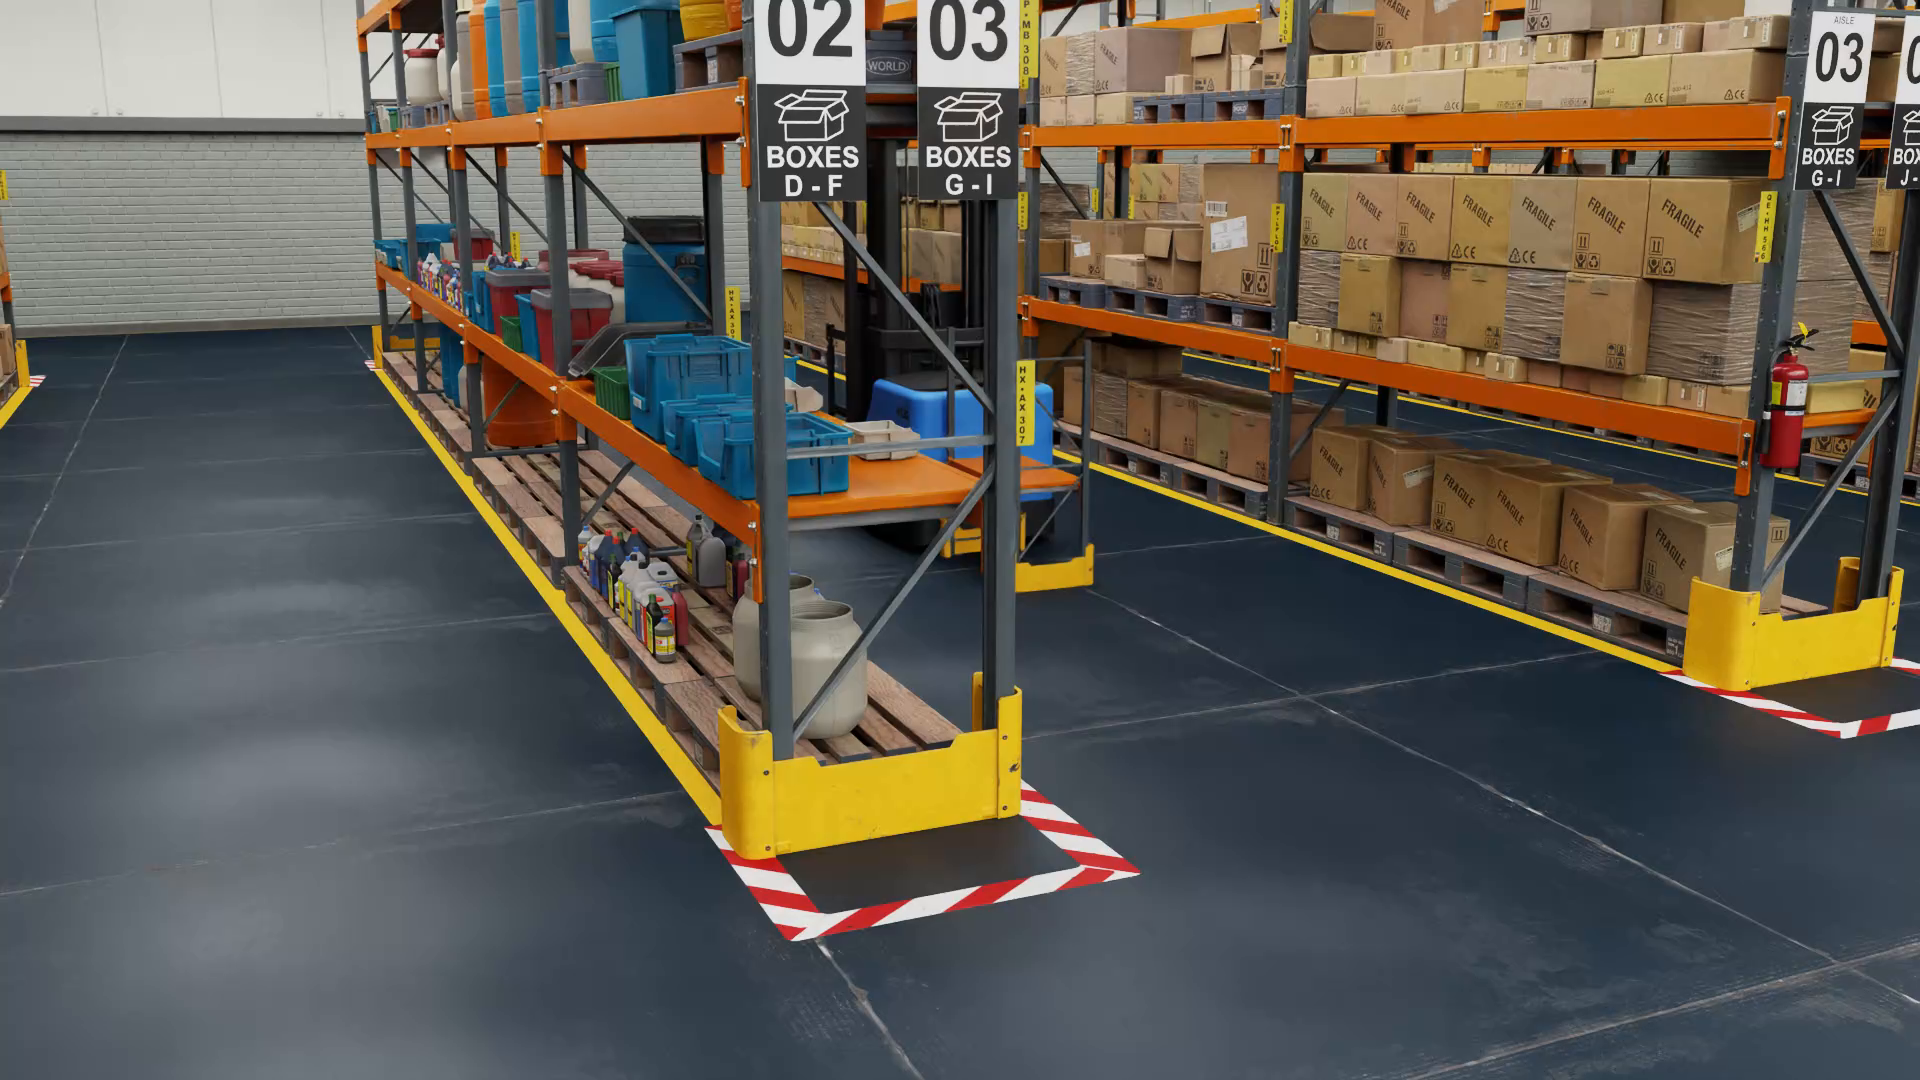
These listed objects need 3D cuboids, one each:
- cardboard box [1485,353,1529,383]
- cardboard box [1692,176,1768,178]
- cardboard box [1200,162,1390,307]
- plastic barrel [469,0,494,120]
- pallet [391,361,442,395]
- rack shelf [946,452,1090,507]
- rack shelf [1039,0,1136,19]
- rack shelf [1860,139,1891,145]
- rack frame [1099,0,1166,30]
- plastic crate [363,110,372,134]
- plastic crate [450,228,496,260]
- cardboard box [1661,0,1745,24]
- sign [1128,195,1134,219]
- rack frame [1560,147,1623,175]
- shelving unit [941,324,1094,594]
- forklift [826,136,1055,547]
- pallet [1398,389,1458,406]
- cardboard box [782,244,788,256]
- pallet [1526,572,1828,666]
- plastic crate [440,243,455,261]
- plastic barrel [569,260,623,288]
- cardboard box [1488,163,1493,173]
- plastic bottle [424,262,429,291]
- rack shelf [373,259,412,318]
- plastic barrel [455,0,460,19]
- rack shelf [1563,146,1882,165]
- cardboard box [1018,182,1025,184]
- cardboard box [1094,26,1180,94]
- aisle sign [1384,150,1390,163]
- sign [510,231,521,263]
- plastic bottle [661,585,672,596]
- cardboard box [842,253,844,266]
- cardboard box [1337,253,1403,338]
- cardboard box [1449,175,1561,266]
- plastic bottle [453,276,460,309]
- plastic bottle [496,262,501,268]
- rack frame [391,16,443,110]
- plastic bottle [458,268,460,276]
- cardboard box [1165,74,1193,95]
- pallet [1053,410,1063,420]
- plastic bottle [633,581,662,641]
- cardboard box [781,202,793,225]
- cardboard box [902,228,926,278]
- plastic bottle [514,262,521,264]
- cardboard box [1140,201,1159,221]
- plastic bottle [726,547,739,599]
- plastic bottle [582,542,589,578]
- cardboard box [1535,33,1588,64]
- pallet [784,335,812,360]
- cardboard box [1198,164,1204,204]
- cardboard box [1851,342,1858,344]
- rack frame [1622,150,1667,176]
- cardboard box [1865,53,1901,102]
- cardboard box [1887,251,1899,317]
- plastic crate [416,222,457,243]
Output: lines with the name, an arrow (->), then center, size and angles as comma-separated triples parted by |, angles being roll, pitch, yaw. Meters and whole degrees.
cardboard box -> 3.272, -1.004, 9.614 | 0.380, 0.149, 0.250 | -6, 14, -23
cardboard box -> 4.108, -1.709, 9.003 | 0.500, 0.500, 0.500 | -6, 14, -23
cardboard box -> 2.480, -2.286, 12.334 | 1.000, 1.000, 1.000 | -6, 14, -23
plastic barrel -> -3.079, -3.338, 11.534 | 0.600, 0.830, 0.708 | -6, 14, -23
pallet -> -5.896, -1.860, 18.939 | 1.003, 0.211, 1.213 | -6, 14, -23
rack shelf -> 0.348, -0.364, 10.414 | 0.538, 0.185, 1.000 | -5, 14, -22
rack shelf -> 1.869, -4.403, 12.920 | 1.077, 0.370, 4.000 | -6, 14, -23
rack shelf -> 8.056, -2.737, 11.488 | 1.077, 0.370, 4.000 | -6, 14, -23
rack frame -> 2.448, -7.442, 23.566 | 1.000, 3.000, 0.127 | -6, 14, -23
plastic crate -> -6.776, -4.937, 19.688 | 0.497, 0.269, 0.590 | -6, 14, -23
plastic crate -> -5.201, -3.085, 17.774 | 0.402, 0.464, 0.583 | -6, 14, -23
cardboard box -> 3.925, -3.016, 9.105 | 0.500, 0.500, 0.500 | -6, 14, -23
sign -> 1.561, -3.015, 15.354 | 0.100, 0.325, 0.005 | -6, 14, -23
rack frame -> 8.545, -4.160, 22.693 | 1.000, 3.000, 0.127 | -6, 14, -23
shelving unit -> 0.344, -0.541, 10.381 | 0.587, 1.500, 1.083 | -5, 14, -22
forklift -> -0.390, -1.672, 12.093 | 1.130, 2.935, 3.031 | -5, 14, -22
pallet -> 5.341, -1.669, 18.113 | 1.003, 0.211, 1.213 | -6, 14, -23
cardboard box -> -2.090, -3.760, 21.522 | 0.380, 0.149, 0.250 | -6, 14, -24
pallet -> 3.949, 0.386, 9.235 | 1.003, 0.211, 1.213 | -6, 14, -23
plastic crate -> -5.516, -3.122, 18.335 | 0.437, 0.282, 0.530 | -6, 14, -23
plastic barrel -> -2.518, -1.690, 11.717 | 0.433, 0.535, 0.433 | 0, 13, 0
cardboard box -> 7.676, -5.317, 23.813 | 0.380, 0.149, 0.250 | -6, 14, -24
plastic bottle -> -5.069, -2.523, 15.905 | 0.097, 0.271, 0.097 | 0, 13, 0
rack shelf -> -5.874, -2.881, 18.760 | 1.077, 0.370, 4.000 | -6, 14, -23
plastic barrel -> -4.249, -4.389, 14.987 | 0.600, 0.901, 0.708 | -6, 14, -23
rack shelf -> 9.347, -4.858, 20.651 | 1.077, 0.370, 4.000 | -6, 14, -23
cardboard box -> 0.531, -3.264, 16.373 | 0.797, 0.503, 0.637 | -5, 14, -22
cardboard box -> 1.428, -3.864, 13.429 | 0.500, 0.500, 0.500 | -6, 14, -25
aisle sign -> 6.649, -6.242, 25.922 | 0.394, 0.787, 0.004 | -6, 14, -23
sign -> -4.568, -3.002, 17.075 | 0.100, 0.325, 0.005 | -6, 14, -23
plastic bottle -> -1.512, 0.333, 8.507 | 0.097, 0.201, 0.097 | 0, 13, 0
cardboard box -> -1.163, -3.283, 19.458 | 0.380, 0.149, 0.250 | -6, 14, -24
cardboard box -> 2.961, -1.601, 10.754 | 0.875, 0.500, 0.500 | -6, 14, -23
cardboard box -> 3.229, -1.869, 9.692 | 0.500, 0.500, 0.500 | -6, 14, -23
plastic bottle -> -4.224, -2.087, 14.021 | 0.097, 0.271, 0.097 | 0, 13, 0
plastic bottle -> -4.377, -2.508, 15.840 | 0.097, 0.271, 0.097 | 0, 13, 0
rack frame -> -5.073, -5.741, 16.217 | 1.000, 3.000, 0.127 | -6, 14, -23
plastic bottle -> -4.423, -2.267, 14.772 | 0.061, 0.283, 0.133 | -6, 14, -23
cardboard box -> 1.827, -3.543, 12.960 | 0.380, 0.166, 0.250 | -6, 14, -25
pallet -> 0.821, -1.250, 16.303 | 1.003, 0.211, 1.213 | -6, 14, -23
plastic bottle -> -1.535, 0.351, 8.266 | 0.152, 0.276, 0.135 | -6, 14, -25
cardboard box -> -1.992, -4.302, 21.315 | 0.500, 0.500, 0.500 | -6, 14, -24
cardboard box -> -0.377, -3.093, 17.858 | 0.500, 0.500, 0.500 | -6, 14, -23
plastic bottle -> -4.217, -2.498, 15.785 | 0.152, 0.276, 0.135 | -6, 14, -23
cardboard box -> 2.797, -4.384, 22.779 | 0.500, 0.500, 0.500 | -5, 14, -22
plastic bottle -> -1.224, 0.172, 9.023 | 0.061, 0.283, 0.133 | -6, 14, -23
plastic bottle -> -2.102, 0.110, 9.471 | 0.097, 0.201, 0.097 | 0, 13, 0
cardboard box -> 3.360, -2.667, 9.038 | 0.380, 0.149, 0.250 | -6, 15, -26
pallet -> -1.745, -2.575, 22.028 | 1.003, 0.211, 1.213 | -6, 14, -23
cardboard box -> 3.402, -4.552, 21.287 | 0.500, 0.500, 0.500 | -6, 14, -25
cardboard box -> 10.365, -2.141, 18.863 | 0.950, 0.372, 0.625 | -7, 15, -27
rack frame -> 11.490, -5.436, 28.205 | 1.000, 3.000, 0.127 | -6, 14, -23
cardboard box -> 4.316, -2.297, 8.324 | 0.500, 0.250, 0.500 | -5, 14, -21
cardboard box -> 7.655, -1.926, 12.706 | 0.875, 0.550, 0.550 | -6, 14, -23
plastic crate -> -6.370, -3.639, 20.227 | 0.616, 0.435, 0.499 | -6, 14, -23
